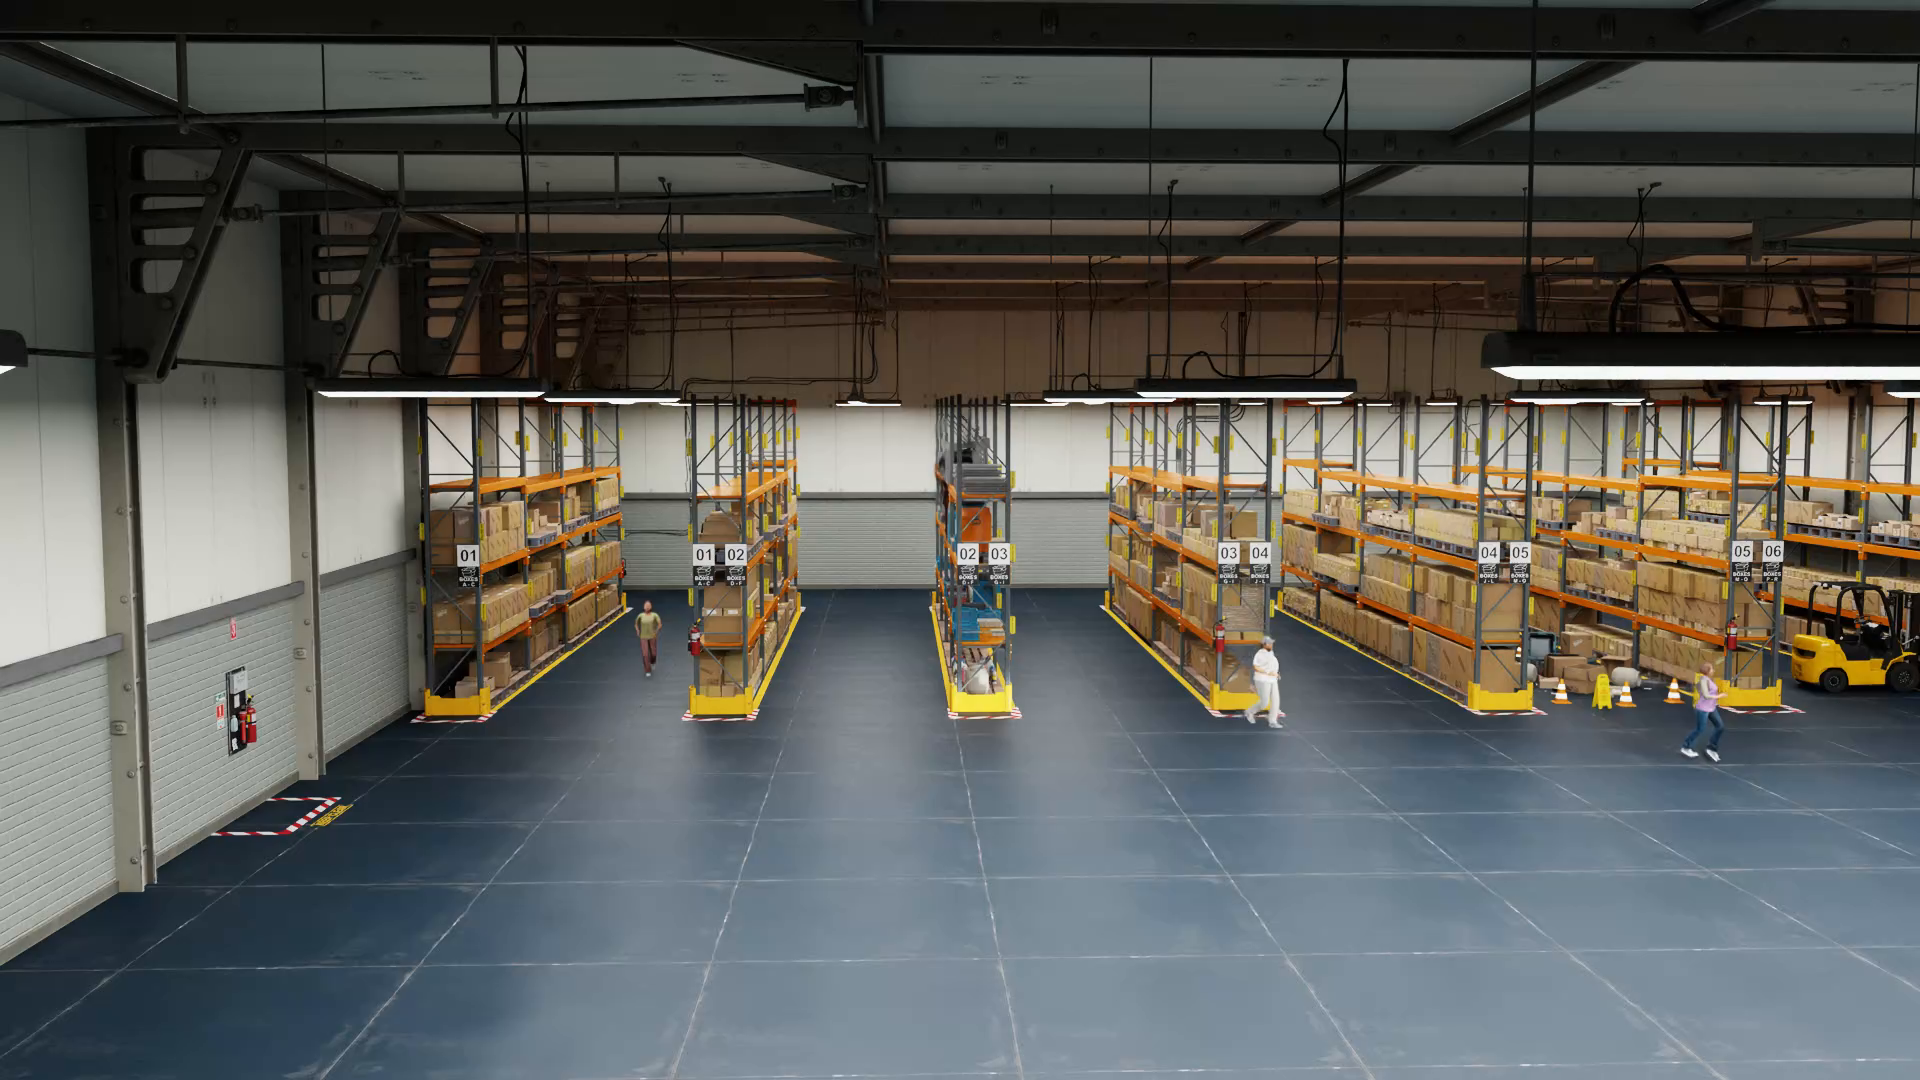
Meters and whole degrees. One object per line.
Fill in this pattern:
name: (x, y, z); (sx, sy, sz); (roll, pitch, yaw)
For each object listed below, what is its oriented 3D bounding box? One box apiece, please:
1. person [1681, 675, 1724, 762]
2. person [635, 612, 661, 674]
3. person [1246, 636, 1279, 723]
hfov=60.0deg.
person: (12.105, 2.903, 27.096); (0.616, 1.418, 0.351); (4, 6, 42)
person: (-6.693, 2.200, 35.680); (0.544, 1.311, 0.542); (-1, 5, -9)
person: (5.456, 2.513, 29.945); (0.568, 1.583, 0.600); (4, 6, 43)
